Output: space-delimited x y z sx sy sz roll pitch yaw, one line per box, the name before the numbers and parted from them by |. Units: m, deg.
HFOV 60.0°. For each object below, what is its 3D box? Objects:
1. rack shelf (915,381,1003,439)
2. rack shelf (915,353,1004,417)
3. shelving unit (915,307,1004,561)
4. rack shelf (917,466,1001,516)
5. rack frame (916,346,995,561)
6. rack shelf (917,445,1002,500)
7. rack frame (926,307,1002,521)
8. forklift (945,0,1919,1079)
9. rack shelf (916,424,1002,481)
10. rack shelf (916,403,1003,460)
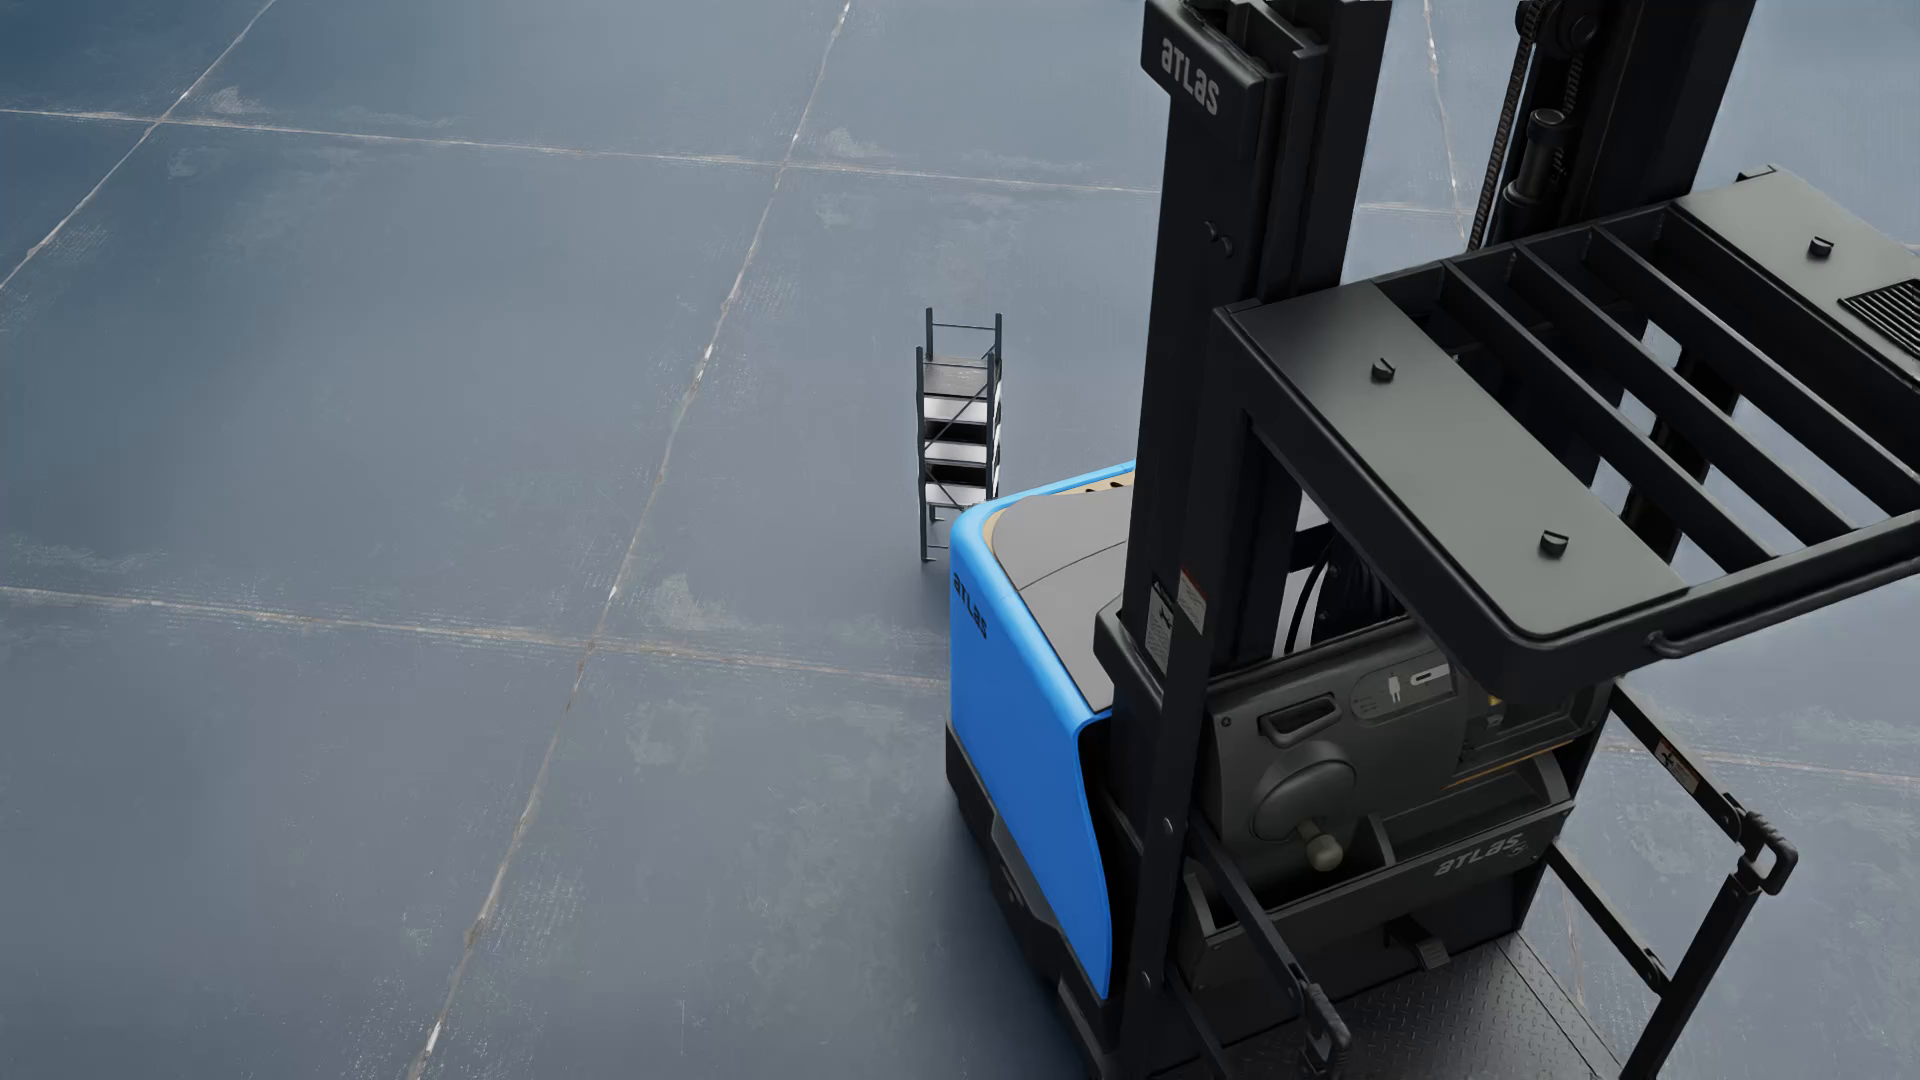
rack shelf | -0.001 -0.428 5.334 0.258 0.077 0.200 5 44 6
rack shelf | -0.001 -0.493 5.272 0.258 0.077 0.200 5 44 6
shelving unit | -0.001 -0.321 5.435 0.258 0.900 0.210 5 44 6
rack shelf | -0.001 -0.166 5.581 0.258 0.077 0.200 5 44 6
rack frame | -0.015 -0.252 5.362 0.240 0.900 0.006 5 44 6
rack shelf | -0.001 -0.232 5.520 0.258 0.077 0.200 5 44 6
rack frame | 0.012 -0.391 5.508 0.240 0.900 0.006 5 44 6
forklift | 0.997 0.447 3.146 1.130 2.935 3.031 -16 46 -16
rack shelf | -0.001 -0.297 5.458 0.258 0.077 0.200 5 44 6
rack shelf | -0.001 -0.362 5.396 0.258 0.077 0.200 5 44 6
